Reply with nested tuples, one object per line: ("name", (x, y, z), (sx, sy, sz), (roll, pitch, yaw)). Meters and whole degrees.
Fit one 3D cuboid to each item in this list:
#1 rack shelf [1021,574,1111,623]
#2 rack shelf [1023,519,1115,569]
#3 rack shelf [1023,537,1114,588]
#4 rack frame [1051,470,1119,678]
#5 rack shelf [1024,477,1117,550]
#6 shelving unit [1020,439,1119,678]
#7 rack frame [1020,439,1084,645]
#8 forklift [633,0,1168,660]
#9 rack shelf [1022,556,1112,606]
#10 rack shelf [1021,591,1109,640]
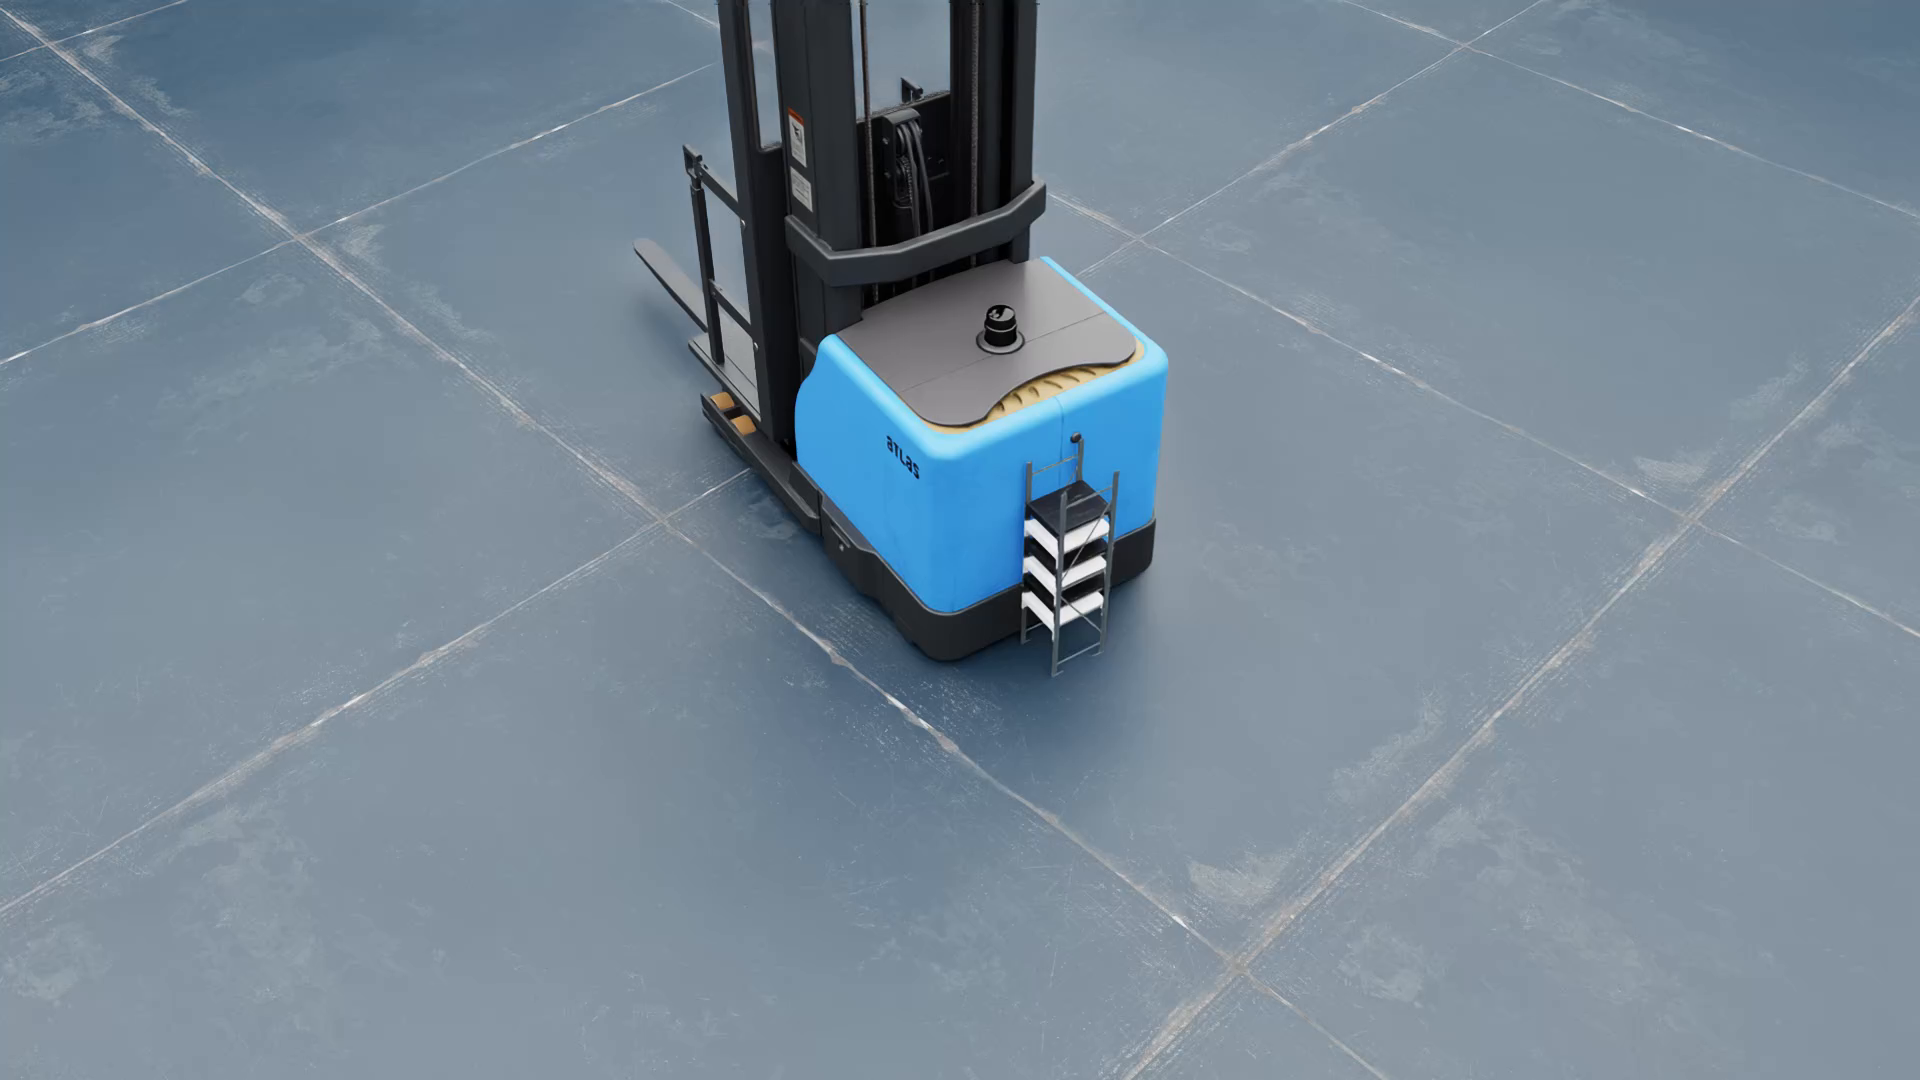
("rack shelf", (0.387, 0.170, 6.084), (0.258, 0.077, 0.200), (-24, 48, -24))
("rack shelf", (0.387, -0.028, 5.901), (0.258, 0.077, 0.200), (-24, 48, -24))
("rack shelf", (0.387, 0.038, 5.962), (0.258, 0.077, 0.200), (-24, 48, -24))
("rack frame", (0.443, 0.138, 5.938), (0.240, 0.900, 0.006), (-24, 48, -24))
("rack shelf", (0.387, -0.094, 5.840), (0.258, 0.077, 0.200), (-24, 48, -24))
("shelving unit", (0.387, 0.080, 6.001), (0.258, 0.900, 0.210), (-24, 48, -24))
("rack frame", (0.332, 0.022, 6.063), (0.240, 0.900, 0.006), (-24, 48, -24))
("forklift", (-0.465, -1.604, 6.326), (1.130, 2.935, 3.031), (-24, 48, -24))
("rack shelf", (0.387, 0.104, 6.023), (0.258, 0.077, 0.200), (-24, 48, -24))
("rack shelf", (0.387, 0.236, 6.145), (0.258, 0.077, 0.200), (-24, 48, -24))
